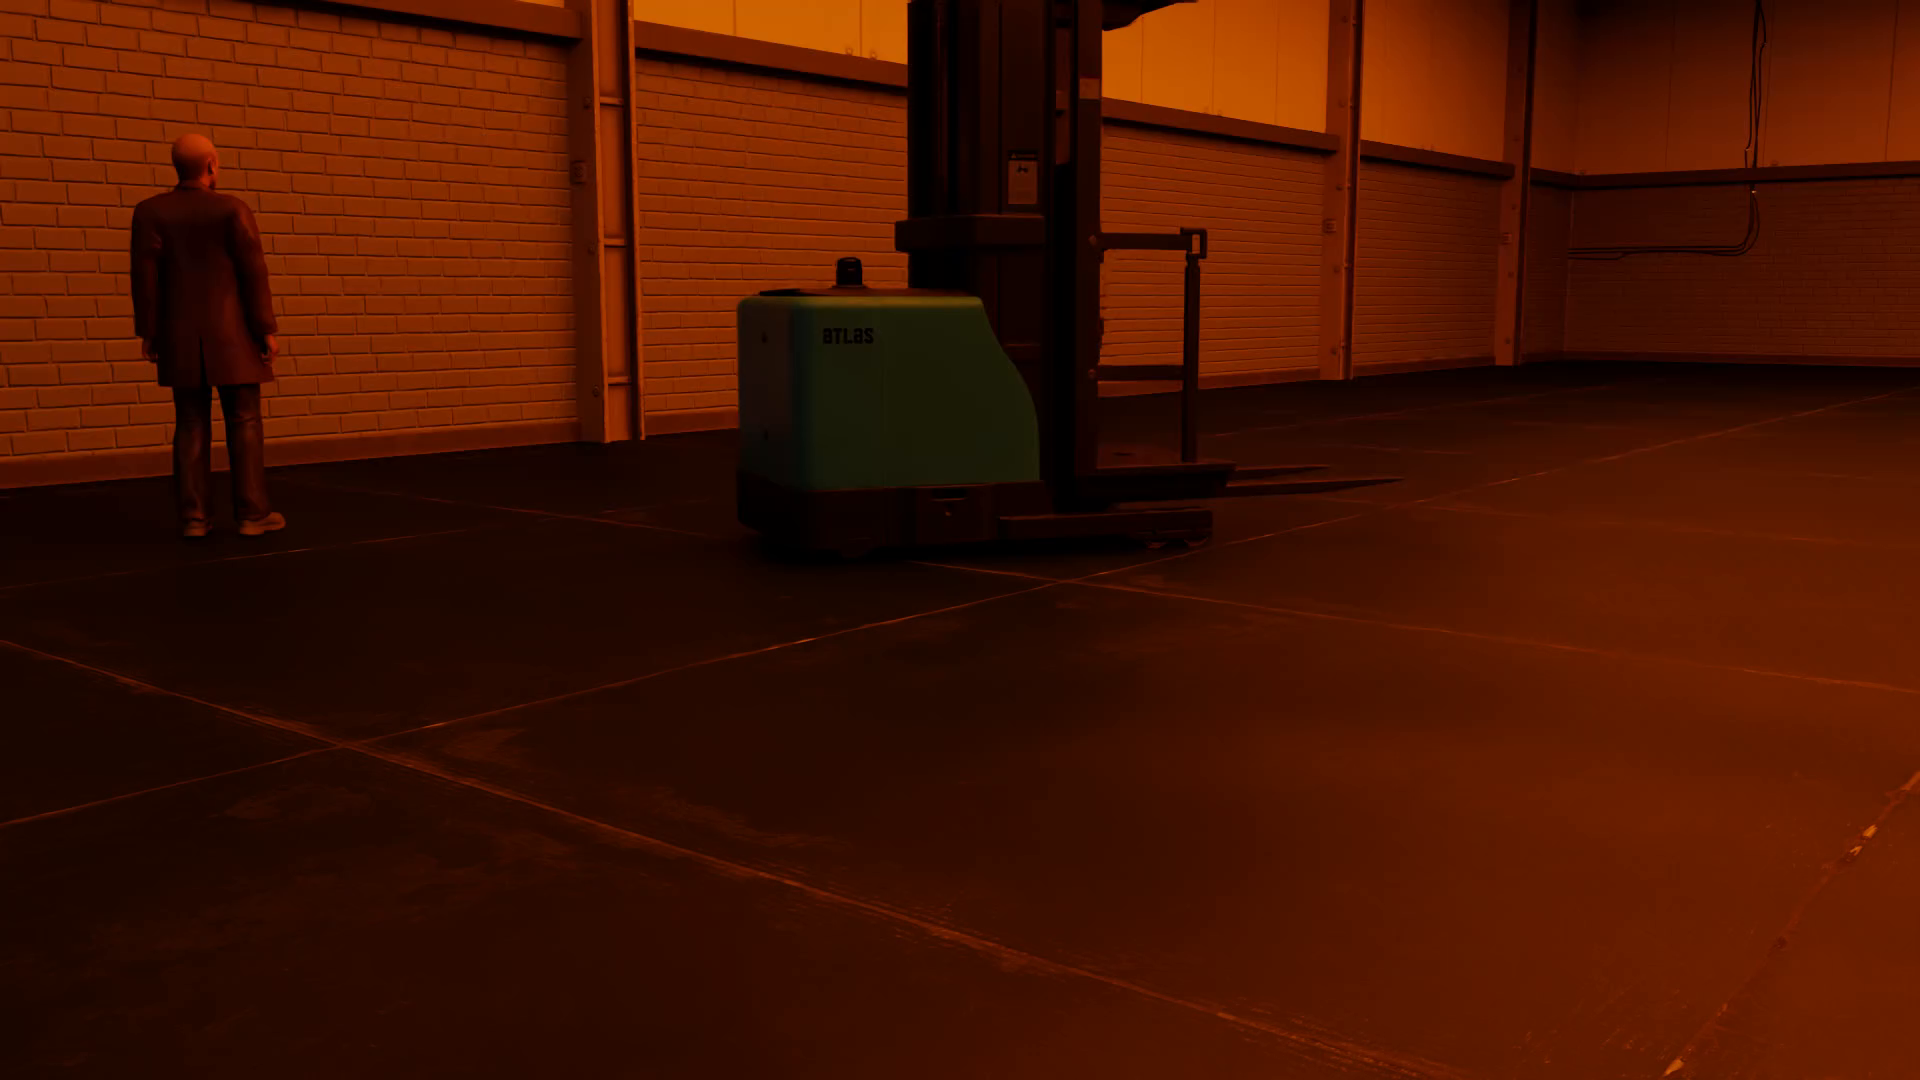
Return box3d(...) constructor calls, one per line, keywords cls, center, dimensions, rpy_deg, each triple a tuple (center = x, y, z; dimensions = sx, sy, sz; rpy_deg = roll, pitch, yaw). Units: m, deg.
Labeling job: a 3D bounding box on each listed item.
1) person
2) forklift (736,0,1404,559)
box3d(cls="person", center=(-3.368, -0.868, 7.498), dimensions=(0.612, 1.692, 0.405), rpy_deg=(-1, 8, -6))
box3d(cls="forklift", center=(0.567, -1.484, 7.425), dimensions=(3.031, 2.935, 1.130), rpy_deg=(-3, 9, -21))
